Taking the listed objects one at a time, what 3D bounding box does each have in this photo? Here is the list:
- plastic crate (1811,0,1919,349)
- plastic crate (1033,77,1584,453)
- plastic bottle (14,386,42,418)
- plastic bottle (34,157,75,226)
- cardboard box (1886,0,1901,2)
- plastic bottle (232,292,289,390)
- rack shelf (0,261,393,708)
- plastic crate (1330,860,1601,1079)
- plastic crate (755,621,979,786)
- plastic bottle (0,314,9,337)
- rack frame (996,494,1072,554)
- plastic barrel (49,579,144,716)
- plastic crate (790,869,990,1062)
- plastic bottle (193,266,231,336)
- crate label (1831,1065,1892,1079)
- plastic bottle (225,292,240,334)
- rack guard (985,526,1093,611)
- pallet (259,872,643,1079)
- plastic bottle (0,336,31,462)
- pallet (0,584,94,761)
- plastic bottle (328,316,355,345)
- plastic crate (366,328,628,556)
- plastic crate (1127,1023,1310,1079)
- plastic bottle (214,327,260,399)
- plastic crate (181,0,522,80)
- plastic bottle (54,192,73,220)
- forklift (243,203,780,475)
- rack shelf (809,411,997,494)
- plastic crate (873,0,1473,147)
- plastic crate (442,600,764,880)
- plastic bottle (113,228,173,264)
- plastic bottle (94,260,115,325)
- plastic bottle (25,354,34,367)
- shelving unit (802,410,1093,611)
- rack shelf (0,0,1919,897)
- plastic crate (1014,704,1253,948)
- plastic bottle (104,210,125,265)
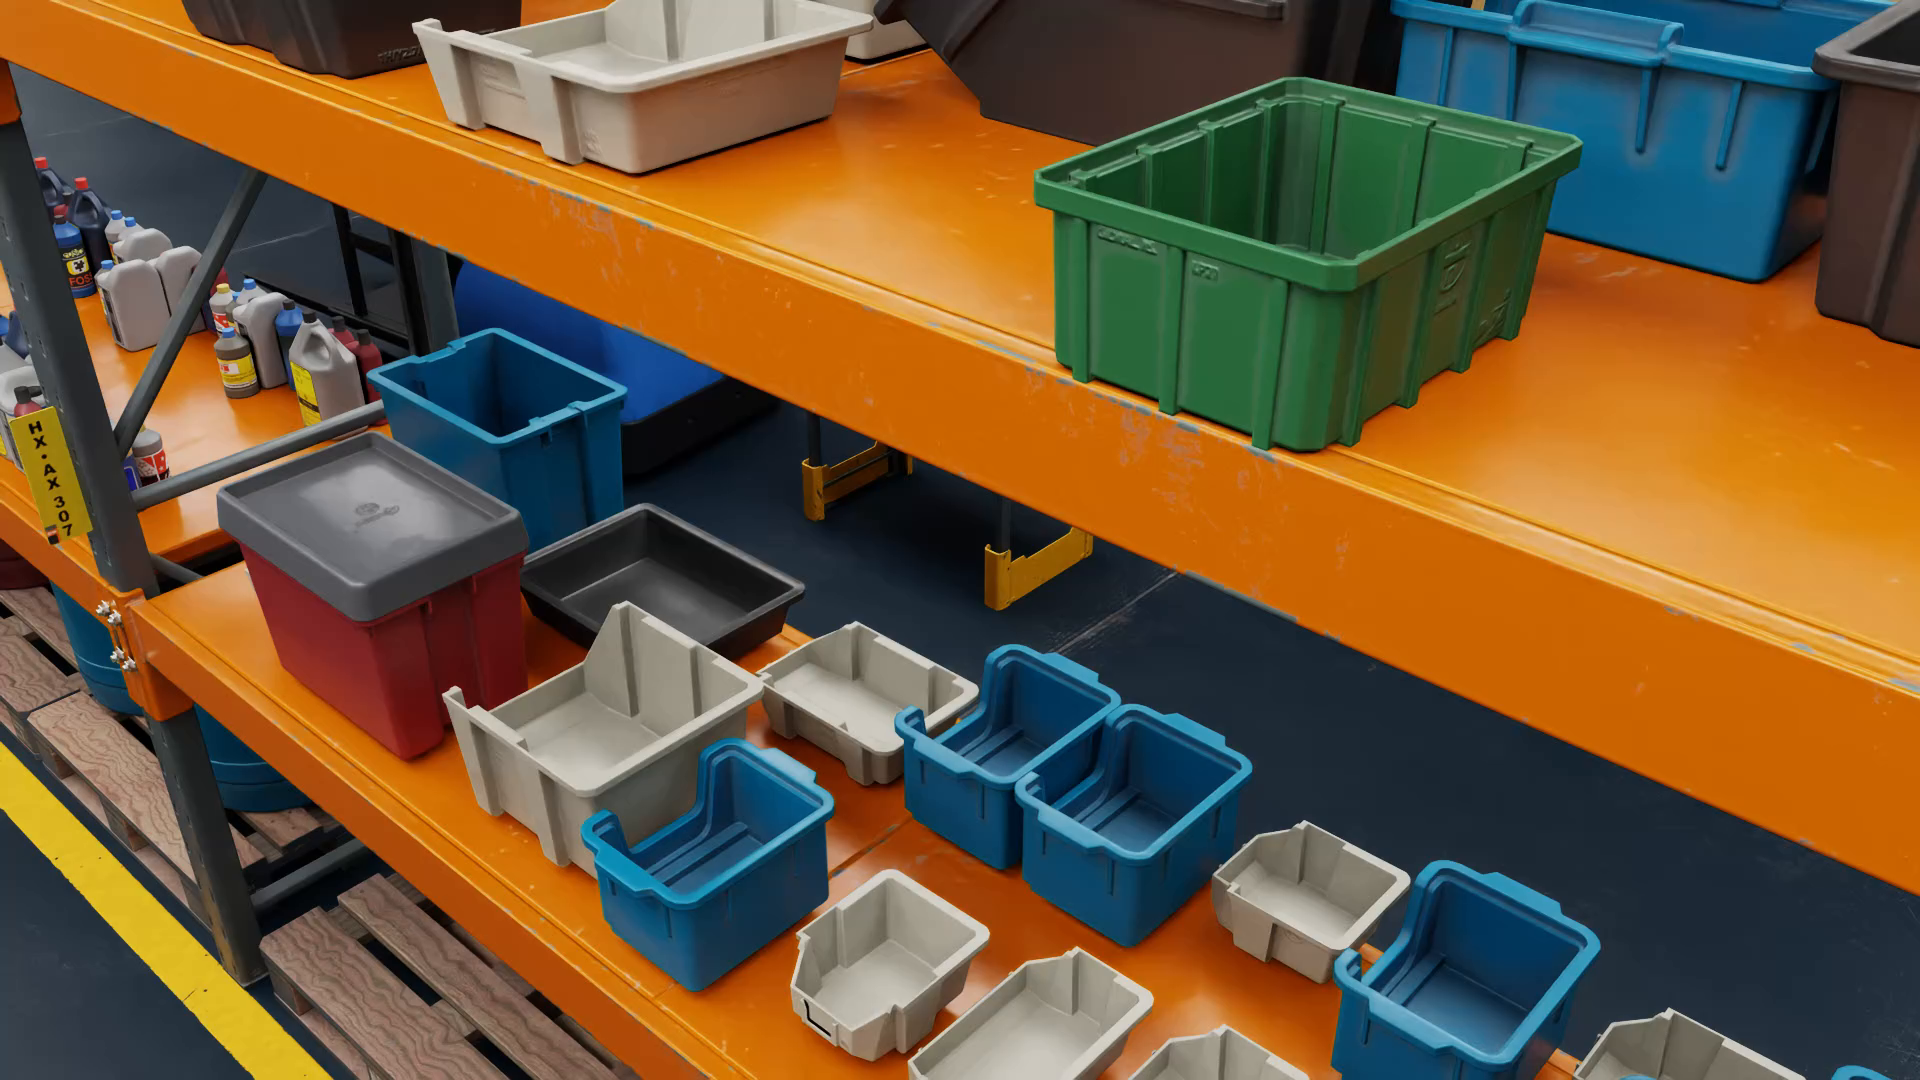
[{"bbox_3d":[1.156,-0.320,1.592,0.590,0.269,0.497,25,39,35],"label":"plastic crate"},{"bbox_3d":[0.331,-0.277,1.600,0.336,0.188,0.450,25,39,35],"label":"plastic crate"},{"bbox_3d":[-2.423,-0.261,4.388,0.133,0.283,0.061,25,39,35],"label":"plastic bottle"},{"bbox_3d":[-3.154,-1.155,5.808,0.185,0.351,0.144,25,39,35],"label":"plastic bottle"},{"bbox_3d":[3.304,-1.616,5.460,0.500,0.500,0.500,26,40,36],"label":"cardboard box"},{"bbox_3d":[-2.070,-0.615,4.983,0.135,0.276,0.152,25,39,35],"label":"plastic bottle"},{"bbox_3d":[-3.194,-0.619,5.568,4.000,0.370,1.077,25,39,35],"label":"rack shelf"},{"bbox_3d":[0.804,0.756,2.690,0.300,0.233,0.416,25,39,35],"label":"plastic crate"},{"bbox_3d":[-0.219,0.340,3.475,0.466,0.136,0.293,25,39,35],"label":"plastic crate"},{"bbox_3d":[-2.796,-0.548,4.877,0.097,0.271,0.097,0,31,0],"label":"plastic bottle"},{"bbox_3d":[0.314,-0.496,6.120,0.032,1.500,0.500,25,39,35],"label":"rack frame"},{"bbox_3d":[-2.629,0.044,5.396,0.708,0.901,0.600,25,39,35],"label":"plastic barrel"},{"bbox_3d":[-0.132,0.735,2.818,0.250,0.136,0.298,25,39,35],"label":"plastic crate"},{"bbox_3d":[-2.356,-0.783,5.255,0.133,0.283,0.061,25,39,35],"label":"plastic bottle"},{"bbox_3d":[1.292,0.984,2.312,0.303,0.233,0.416,25,39,35],"label":"crate label"},{"bbox_3d":[-2.210,-0.667,5.142,0.097,0.201,0.097,0,31,0],"label":"plastic bottle"},{"bbox_3d":[0.313,0.039,6.443,0.087,0.250,0.587,25,39,35],"label":"rack guard"},{"bbox_3d":[-1.140,1.199,4.554,1.213,0.211,1.003,25,39,35],"label":"pallet"},{"bbox_3d":[-2.613,-0.407,4.566,0.185,0.351,0.144,25,39,35],"label":"plastic bottle"},{"bbox_3d":[-3.164,0.254,6.123,1.213,0.211,1.003,25,39,35],"label":"pallet"},{"bbox_3d":[-1.796,-0.522,4.821,0.133,0.283,0.061,25,39,35],"label":"plastic bottle"},{"bbox_3d":[-1.137,-0.223,4.170,0.575,0.384,0.392,25,39,35],"label":"plastic crate"},{"bbox_3d":[0.323,0.917,2.515,0.243,0.136,0.396,25,39,35],"label":"plastic crate"},{"bbox_3d":[-2.140,-0.529,4.912,0.097,0.201,0.097,0,31,0],"label":"plastic bottle"},{"bbox_3d":[-0.975,-0.930,2.604,0.590,0.269,0.497,25,39,35],"label":"plastic crate"},{"bbox_3d":[-3.049,-1.064,5.722,0.133,0.283,0.061,25,39,35],"label":"plastic bottle"},{"bbox_3d":[-2.303,-2.128,7.443,3.031,2.935,1.130,21,37,30],"label":"forklift"},{"bbox_3d":[-0.063,-0.518,6.505,1.000,0.185,0.538,25,39,35],"label":"rack shelf"},{"bbox_3d":[0.306,-0.743,2.228,0.767,0.338,0.504,25,39,35],"label":"plastic crate"},{"bbox_3d":[-0.703,0.389,3.253,0.530,0.282,0.437,25,39,35],"label":"plastic crate"},{"bbox_3d":[-2.658,-0.889,5.438,0.135,0.276,0.152,25,39,35],"label":"plastic bottle"},{"bbox_3d":[-2.728,-0.803,5.368,0.097,0.201,0.097,0,31,0],"label":"plastic bottle"},{"bbox_3d":[-2.516,-0.462,4.657,0.185,0.351,0.144,25,39,35],"label":"plastic bottle"},{"bbox_3d":[-0.057,-0.669,6.407,1.083,1.500,0.587,25,39,35],"label":"shelving unit"},{"bbox_3d":[-0.229,-0.520,2.495,4.000,0.370,1.077,25,39,35],"label":"rack shelf"},{"bbox_3d":[0.316,0.528,3.069,0.300,0.233,0.416,25,39,35],"label":"plastic crate"},{"bbox_3d":[-2.797,-0.971,5.580,0.097,0.271,0.097,0,31,0],"label":"plastic bottle"}]
